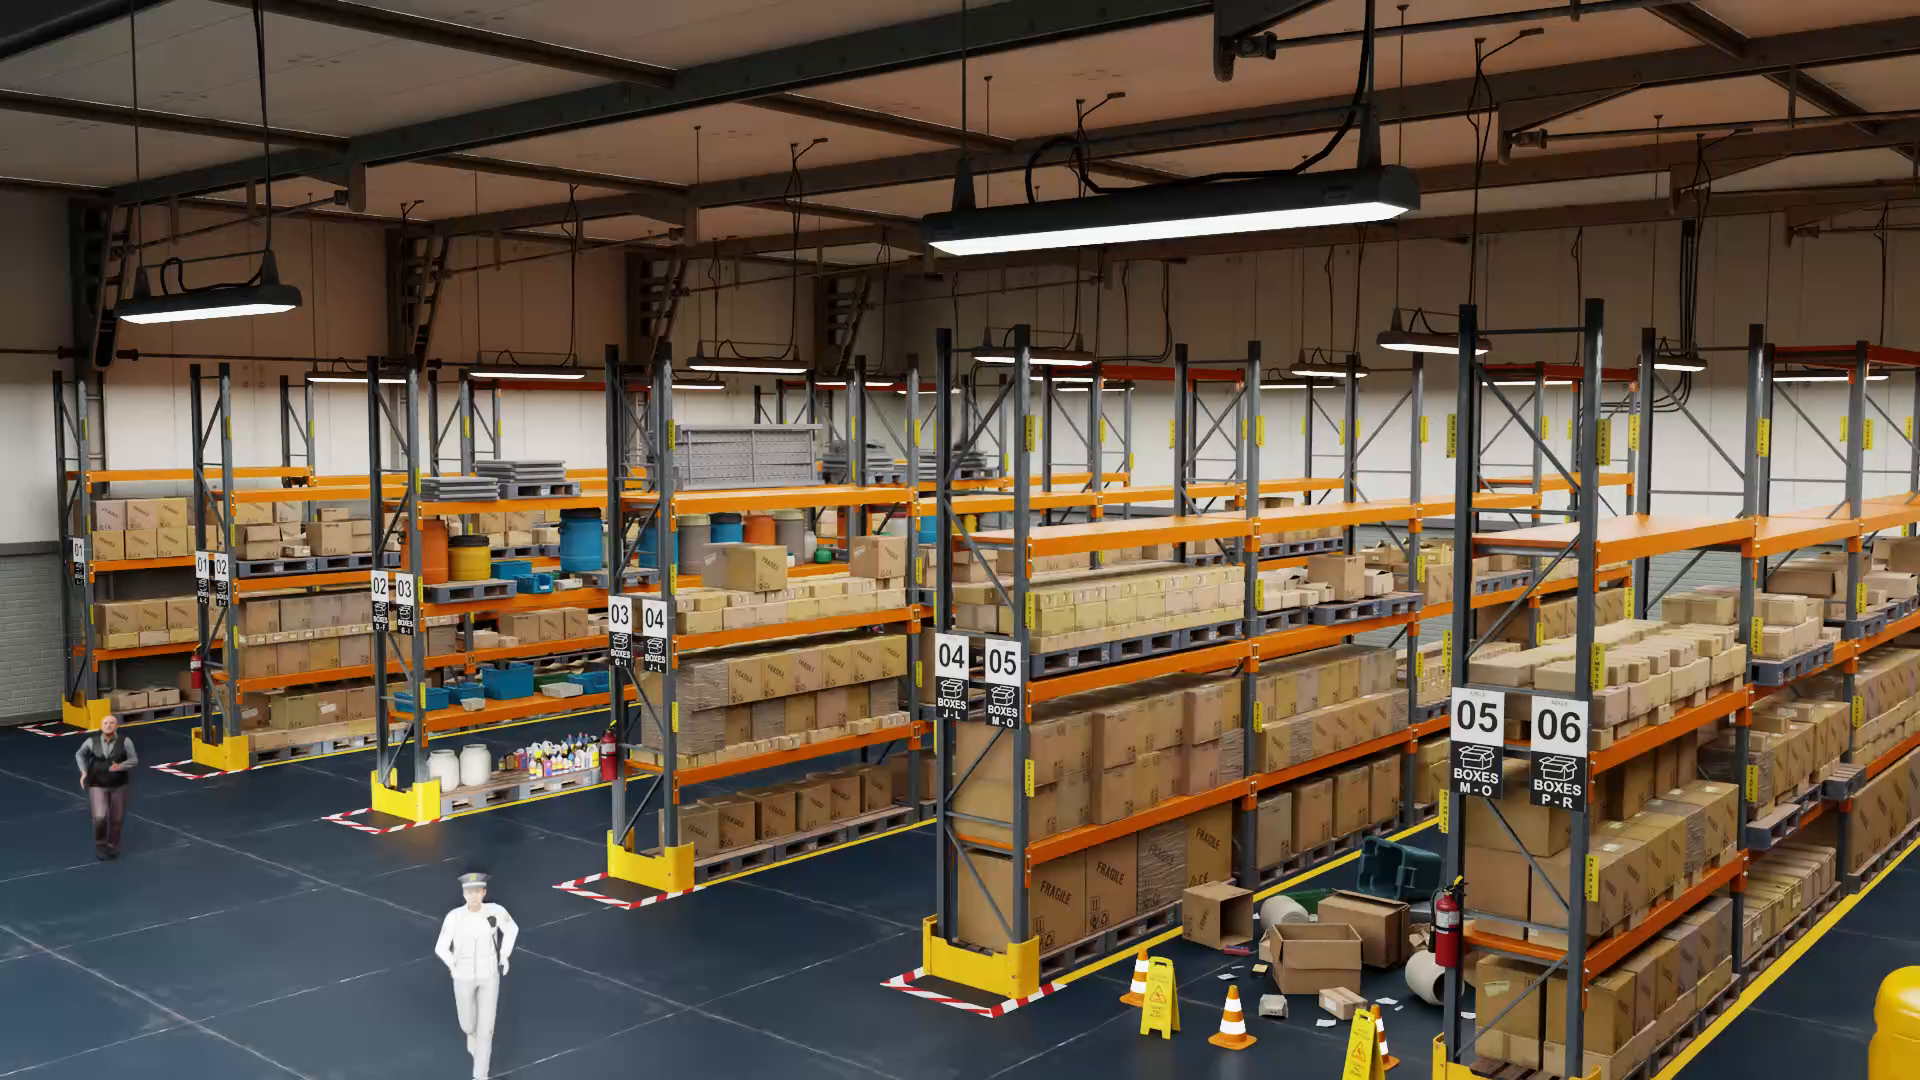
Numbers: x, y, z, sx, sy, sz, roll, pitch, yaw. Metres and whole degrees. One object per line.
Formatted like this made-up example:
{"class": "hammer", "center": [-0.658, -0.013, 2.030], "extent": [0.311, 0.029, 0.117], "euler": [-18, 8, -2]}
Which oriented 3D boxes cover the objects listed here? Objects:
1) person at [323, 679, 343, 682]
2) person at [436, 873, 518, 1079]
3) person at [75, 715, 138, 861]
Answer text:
{"class": "person", "center": [-10.464, 2.236, 27.800], "extent": [0.658, 1.770, 1.005], "euler": [3, 5, 35]}
{"class": "person", "center": [-3.748, 3.400, 12.924], "extent": [0.617, 1.696, 0.882], "euler": [-1, 4, -14]}
{"class": "person", "center": [-9.962, 2.901, 19.454], "extent": [0.644, 1.698, 0.642], "euler": [-2, 5, -30]}
